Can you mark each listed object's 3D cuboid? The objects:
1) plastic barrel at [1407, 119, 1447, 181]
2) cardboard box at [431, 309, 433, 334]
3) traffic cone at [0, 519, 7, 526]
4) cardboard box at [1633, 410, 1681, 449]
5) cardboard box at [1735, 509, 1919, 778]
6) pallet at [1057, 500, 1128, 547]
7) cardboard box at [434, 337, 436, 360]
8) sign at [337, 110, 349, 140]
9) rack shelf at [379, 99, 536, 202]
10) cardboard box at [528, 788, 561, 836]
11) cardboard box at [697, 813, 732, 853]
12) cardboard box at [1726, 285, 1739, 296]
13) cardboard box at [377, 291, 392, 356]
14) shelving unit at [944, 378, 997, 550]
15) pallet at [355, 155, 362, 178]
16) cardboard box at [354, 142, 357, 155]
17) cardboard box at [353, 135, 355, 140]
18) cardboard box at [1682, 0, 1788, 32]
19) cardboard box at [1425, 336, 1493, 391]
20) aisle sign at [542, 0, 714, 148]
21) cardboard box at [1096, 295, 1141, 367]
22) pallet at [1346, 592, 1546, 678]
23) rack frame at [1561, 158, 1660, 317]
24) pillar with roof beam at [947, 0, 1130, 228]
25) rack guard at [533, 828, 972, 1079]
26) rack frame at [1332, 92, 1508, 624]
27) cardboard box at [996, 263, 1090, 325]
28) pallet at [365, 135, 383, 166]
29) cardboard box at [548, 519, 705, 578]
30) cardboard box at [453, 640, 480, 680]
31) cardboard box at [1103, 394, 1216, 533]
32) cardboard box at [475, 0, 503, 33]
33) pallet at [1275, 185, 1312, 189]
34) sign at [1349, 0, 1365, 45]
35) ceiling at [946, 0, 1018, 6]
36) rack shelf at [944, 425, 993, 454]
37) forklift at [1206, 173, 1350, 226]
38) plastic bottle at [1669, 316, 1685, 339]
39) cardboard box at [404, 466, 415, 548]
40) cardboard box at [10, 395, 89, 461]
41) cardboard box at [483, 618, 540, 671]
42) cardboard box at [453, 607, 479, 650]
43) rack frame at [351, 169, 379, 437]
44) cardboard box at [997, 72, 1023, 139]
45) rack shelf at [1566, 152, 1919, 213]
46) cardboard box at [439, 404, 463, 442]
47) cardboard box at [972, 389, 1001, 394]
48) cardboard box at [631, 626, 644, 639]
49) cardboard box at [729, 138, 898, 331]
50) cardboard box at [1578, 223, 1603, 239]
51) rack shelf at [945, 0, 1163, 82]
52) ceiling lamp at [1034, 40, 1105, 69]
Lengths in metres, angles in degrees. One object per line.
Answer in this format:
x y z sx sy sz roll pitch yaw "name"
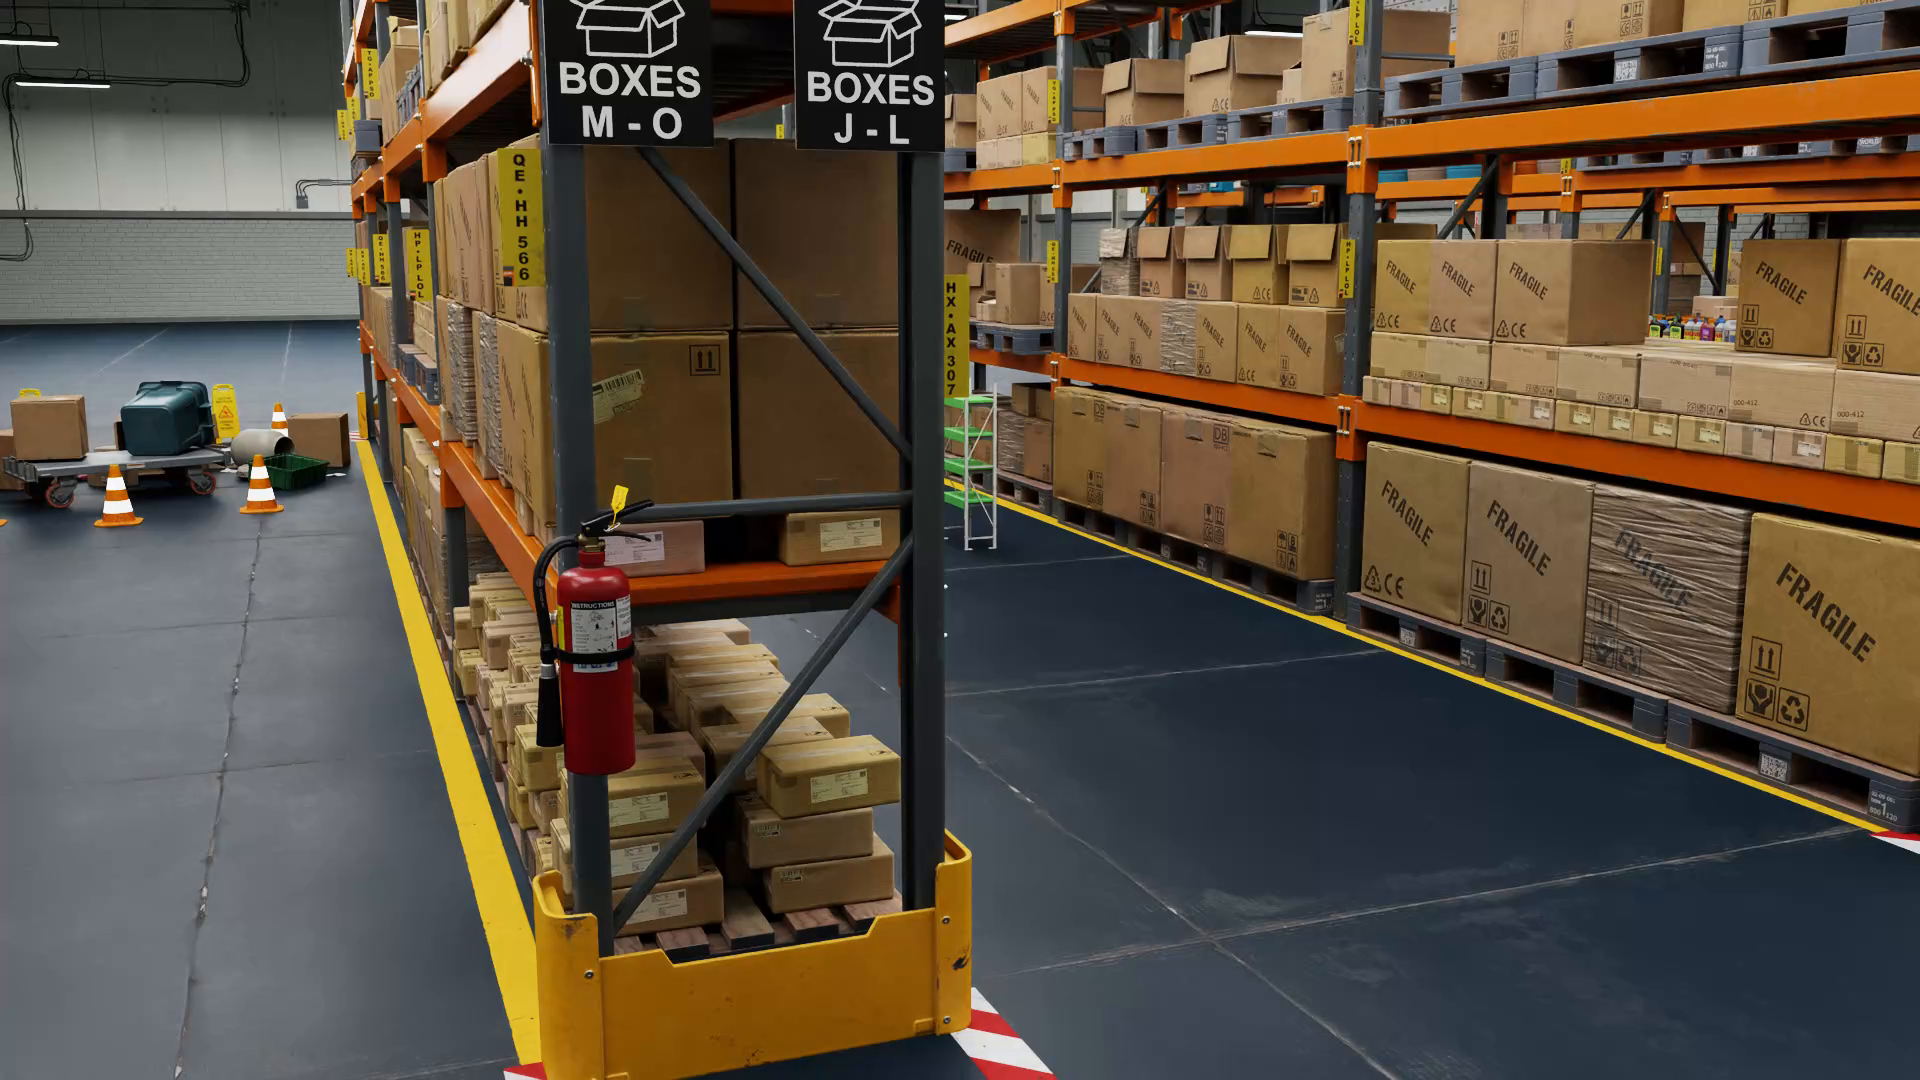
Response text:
5.023 -4.199 17.463 0.600 0.901 0.600 0 10 0 "plastic barrel"
-2.870 -1.269 9.661 0.380 0.149 0.250 -3 11 -19 "cardboard box"
-7.699 -0.345 13.040 0.336 0.463 0.334 -4 11 -21 "traffic cone"
3.229 -0.500 7.386 0.380 0.149 0.250 -4 11 -21 "cardboard box"
3.825 0.362 6.688 0.875 0.875 0.875 -4 11 -21 "cardboard box"
1.448 -0.177 12.815 1.003 0.211 1.213 -4 11 -21 "pallet"
-2.781 -1.080 9.447 0.380 0.149 0.250 -3 11 -18 "cardboard box"
-6.846 -4.603 18.446 0.100 0.325 0.005 -4 11 -21 "sign"
-2.702 -2.182 9.609 1.077 0.370 4.000 -4 11 -21 "rack shelf"
-1.175 0.818 5.349 0.380 0.149 0.250 -4 11 -23 "cardboard box"
-0.687 0.934 5.547 0.380 0.149 0.250 -4 11 -20 "cardboard box"
12.064 -3.769 25.414 0.500 0.250 0.500 -4 11 -23 "cardboard box"
-4.391 -1.738 13.339 0.500 0.500 0.500 -4 11 -20 "cardboard box"
0.060 -0.564 12.163 0.258 1.200 0.503 -4 11 -21 "shelving unit"
-5.602 -3.805 16.932 1.003 0.211 1.213 -4 11 -21 "pallet"
-5.861 -3.936 16.649 0.380 0.149 0.250 -4 11 -21 "cardboard box"
-5.841 -4.155 16.741 0.500 0.250 0.500 -4 11 -21 "cardboard box"
3.569 -2.422 7.138 0.700 0.500 0.500 -5 11 -25 "cardboard box"
2.783 -0.929 8.655 0.500 0.250 0.500 -4 11 -21 "cardboard box"
-0.781 -1.329 3.901 0.394 0.787 0.004 -4 11 -21 "aisle sign"
1.344 -1.552 12.297 0.500 0.500 0.500 -4 11 -22 "cardboard box"
2.884 0.471 9.169 1.003 0.211 1.213 -4 11 -21 "pallet"
5.849 -1.998 15.088 1.000 3.000 0.127 -4 11 -21 "rack frame"
0.534 -10.471 45.592 9.100 9.000 0.548 -4 11 -21 "pillar with roof beam"
-0.556 1.139 4.592 1.175 0.500 0.348 -4 11 -21 "rack guard"
2.682 -1.031 9.650 1.000 3.000 0.127 -4 11 -21 "rack frame"
0.704 -2.110 14.233 0.700 0.500 0.500 -2 10 -12 "cardboard box"
-4.118 -3.053 12.995 1.003 0.211 1.213 -3 11 -18 "pallet"
-0.910 0.009 4.523 0.380 0.149 0.250 -4 11 -21 "cardboard box"
-2.145 0.544 7.738 0.380 0.149 0.250 -4 11 -23 "cardboard box"
1.779 -0.585 12.009 1.225 0.875 0.875 -4 11 -21 "cardboard box"
-1.131 -1.623 4.842 0.500 0.250 0.500 -4 11 -21 "cardboard box"
4.047 -4.146 19.140 1.213 0.211 1.003 -4 11 -21 "pallet"
2.180 -2.881 9.112 0.100 0.325 0.005 -4 11 -21 "sign"
3.445 -15.098 45.908 6.000 0.001 6.000 -4 11 -21 "ceiling"
0.060 -0.737 12.132 0.258 0.148 0.480 -4 11 -21 "rack shelf"
2.809 -1.925 14.871 1.130 2.935 3.031 -1 10 -6 "forklift"
5.961 -1.712 13.810 0.061 0.283 0.133 -4 11 -21 "plastic bottle"
-3.409 -0.230 11.086 0.500 0.500 0.500 -4 11 -23 "cardboard box"
-7.805 -0.968 14.271 0.500 0.500 0.500 -4 11 -21 "cardboard box"
-1.732 0.415 6.762 0.380 0.149 0.250 -4 11 -20 "cardboard box"
-2.145 0.397 7.714 0.380 0.149 0.250 -3 11 -18 "cardboard box"
-6.326 -2.691 18.985 1.000 3.000 0.127 -4 11 -21 "rack frame"
0.630 -3.601 13.821 0.500 0.500 0.500 -4 11 -21 "cardboard box"
6.573 -2.794 13.053 1.077 0.370 4.000 -4 11 -21 "rack shelf"
-2.180 -0.542 7.619 0.380 0.149 0.250 -3 11 -19 "cardboard box"
-0.015 -1.221 16.601 0.700 0.500 0.500 -5 11 -25 "cardboard box"
-1.174 0.378 6.973 0.380 0.149 0.250 -4 11 -24 "cardboard box"
-0.443 -0.858 4.687 0.500 0.500 0.500 -4 11 -21 "cardboard box"
8.485 -3.889 21.728 0.700 0.500 0.500 -4 11 -21 "cardboard box"
0.508 -4.413 14.729 1.077 0.370 4.000 -4 11 -21 "rack shelf"
2.450 -12.165 38.447 2.000 3.185 0.800 -4 11 -21 "ceiling lamp"
